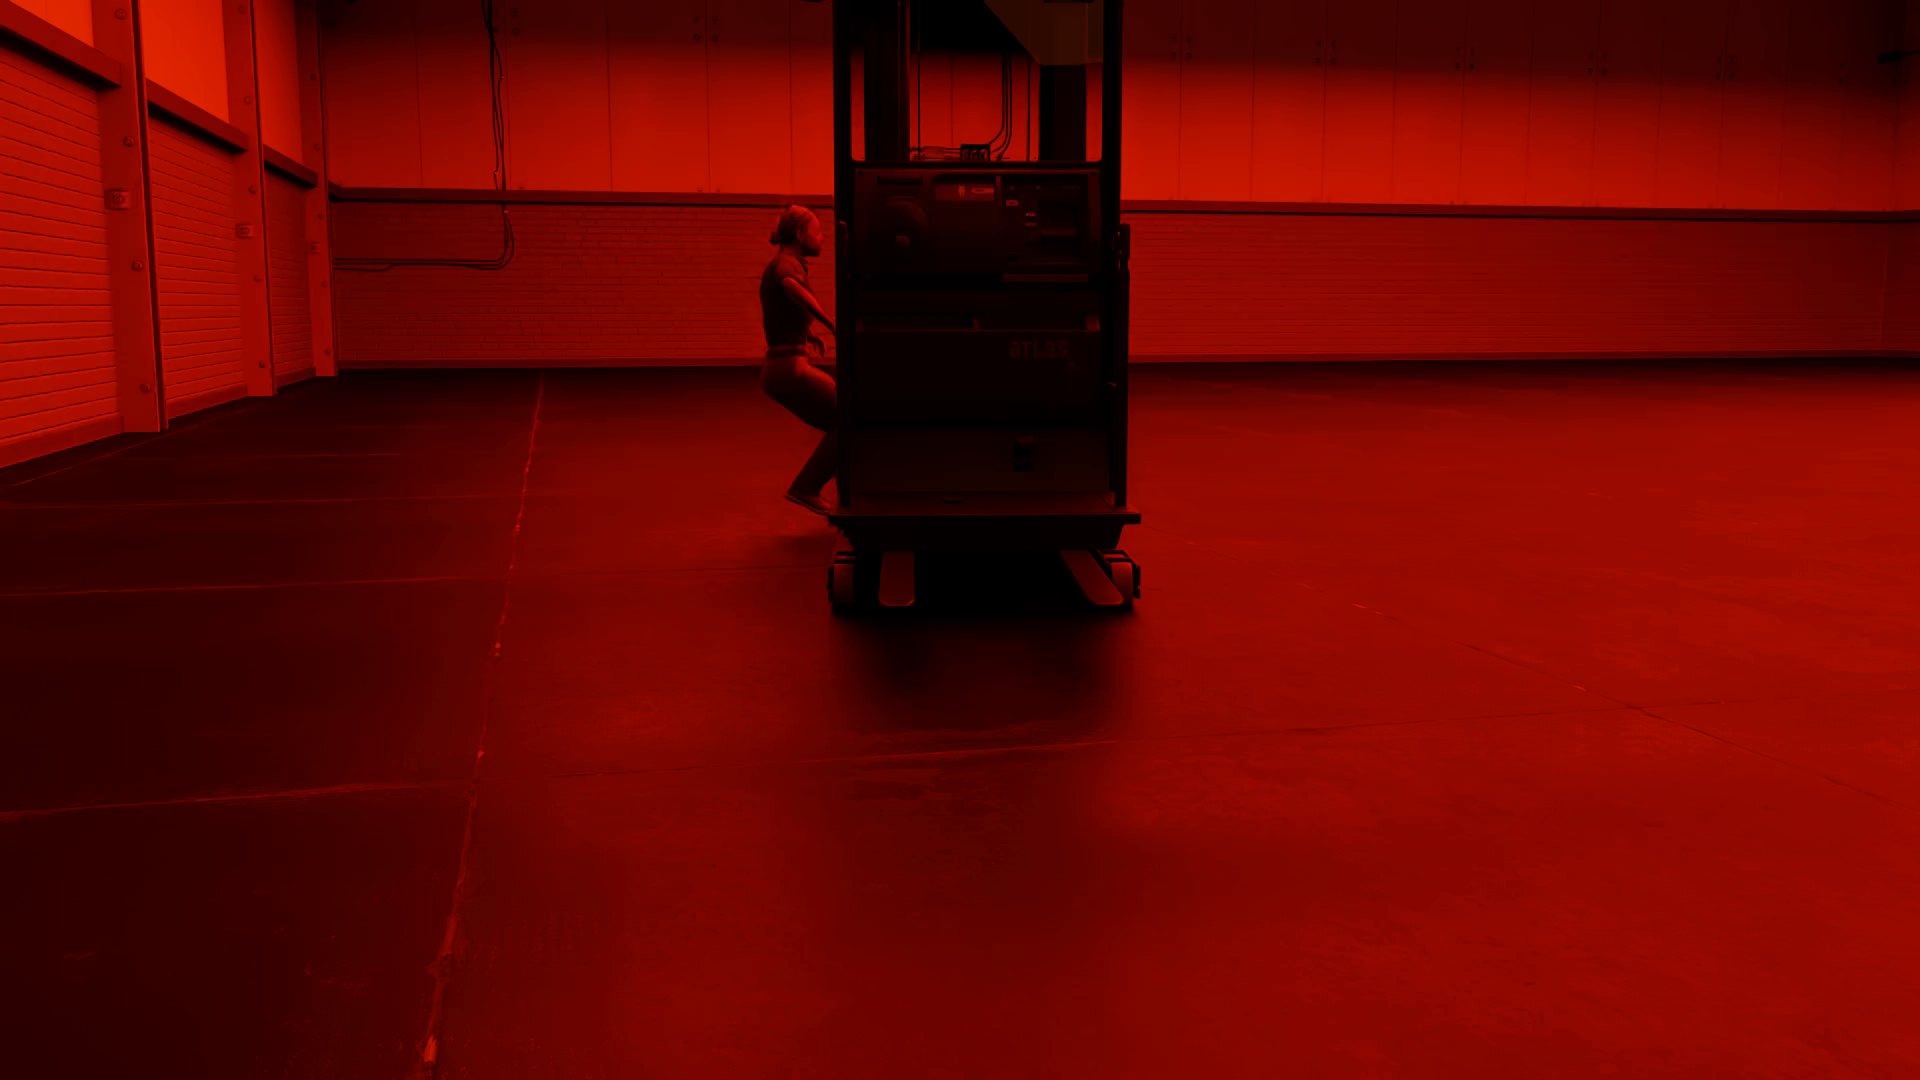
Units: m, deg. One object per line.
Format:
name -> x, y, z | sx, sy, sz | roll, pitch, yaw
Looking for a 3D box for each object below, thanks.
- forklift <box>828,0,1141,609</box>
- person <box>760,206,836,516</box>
forklift -> 0.074, -1.252, 6.080 | 1.130, 2.935, 3.031 | 0, 8, -2
person -> -0.594, -0.805, 7.895 | 0.693, 1.534, 0.946 | -1, 8, -7
